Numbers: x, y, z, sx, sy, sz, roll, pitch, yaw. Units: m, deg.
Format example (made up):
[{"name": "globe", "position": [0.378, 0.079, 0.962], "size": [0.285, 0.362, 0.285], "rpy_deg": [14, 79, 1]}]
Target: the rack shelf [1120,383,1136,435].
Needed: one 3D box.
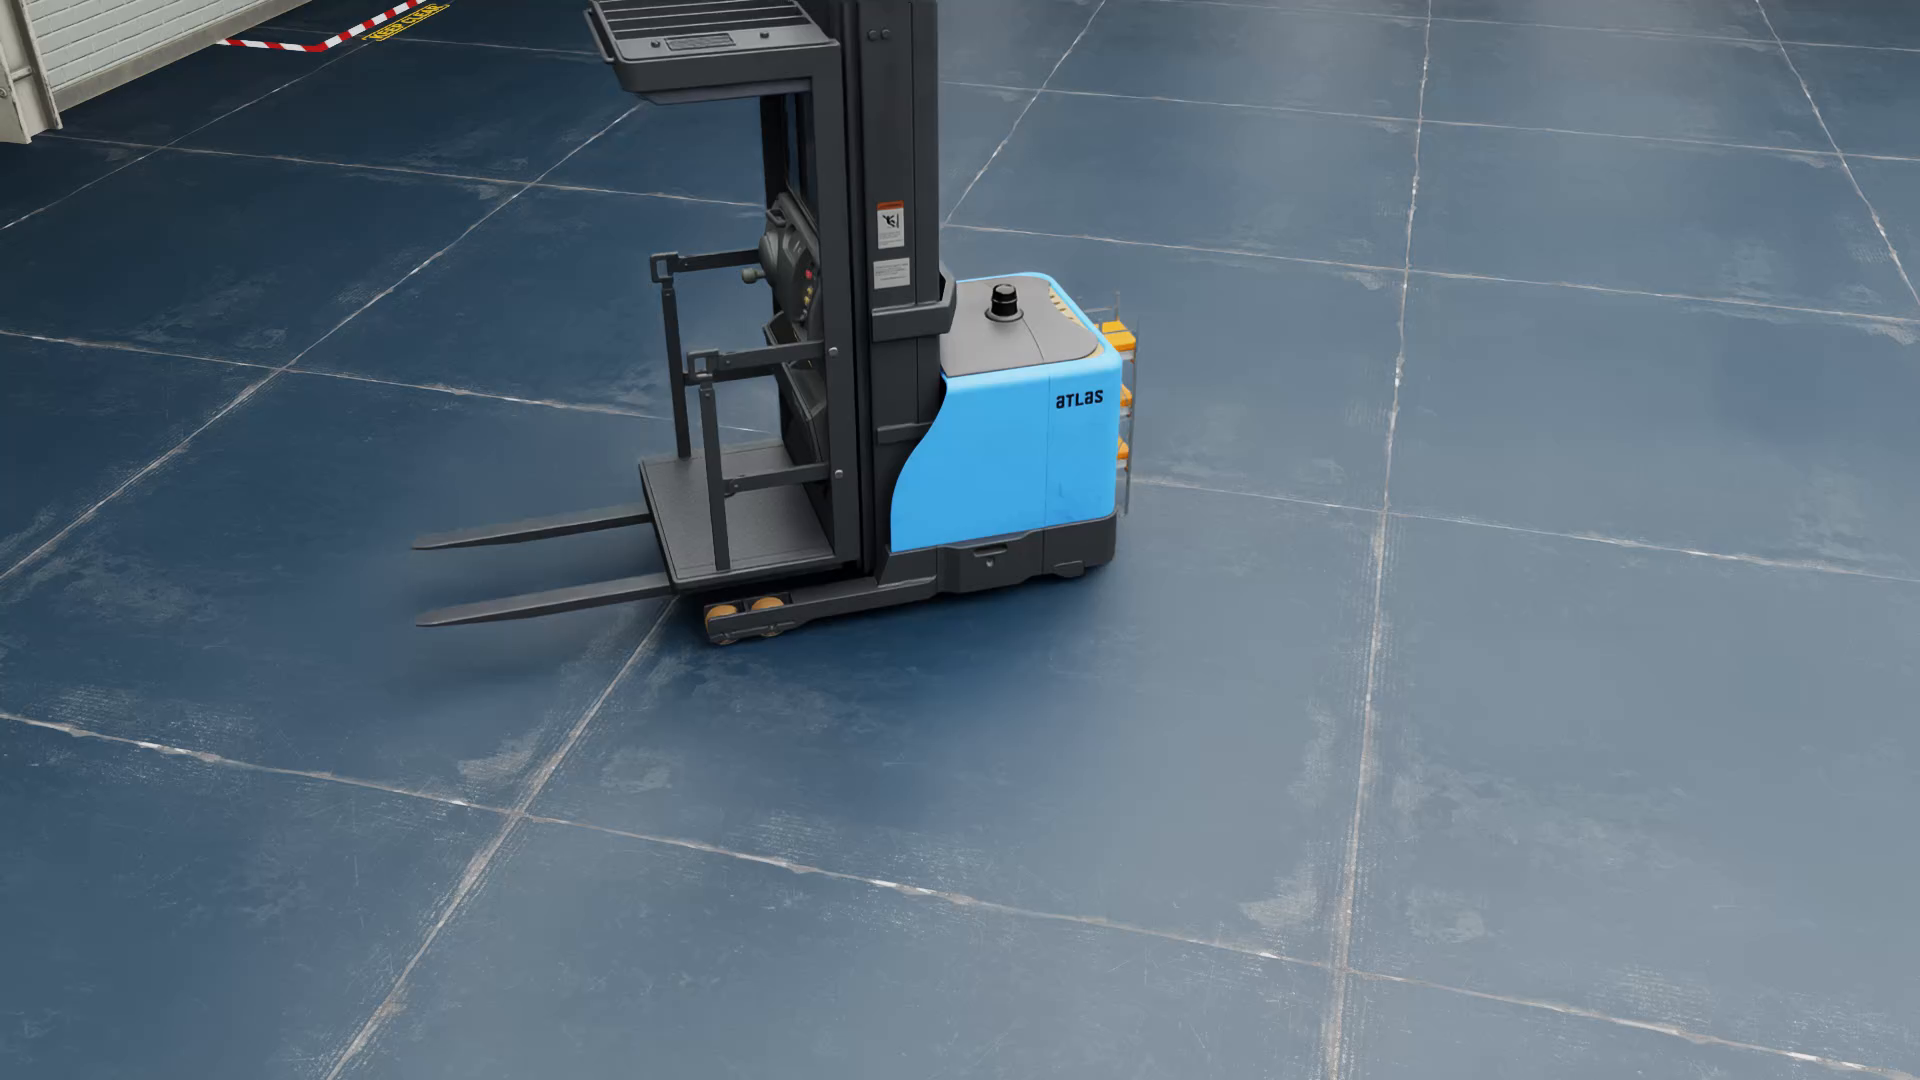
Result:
[{"name": "rack shelf", "position": [0.669, -0.598, 7.732], "size": [0.215, 0.259, 0.240], "rpy_deg": [-10, 34, -15]}]

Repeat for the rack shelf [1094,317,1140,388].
[{"name": "rack shelf", "position": [0.669, -0.838, 7.580], "size": [0.215, 0.259, 0.240], "rpy_deg": [-10, 34, -15]}]

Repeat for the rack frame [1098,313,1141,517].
[{"name": "rack frame", "position": [0.707, -0.545, 7.629], "size": [0.200, 1.050, 0.008], "rpy_deg": [-10, 34, -15]}]

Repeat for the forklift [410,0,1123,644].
[{"name": "forklift", "position": [-0.875, -1.111, 6.766], "size": [3.031, 2.935, 1.130], "rpy_deg": [-9, 34, -14]}]

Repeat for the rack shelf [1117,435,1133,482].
[{"name": "rack shelf", "position": [0.669, -0.364, 7.881], "size": [0.215, 0.259, 0.240], "rpy_deg": [-10, 34, -15]}]

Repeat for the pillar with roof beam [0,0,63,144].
[{"name": "pillar with roof beam", "position": [-2.891, -6.288, 9.254], "size": [9.100, 9.000, 0.400], "rpy_deg": [8, 33, 12]}]

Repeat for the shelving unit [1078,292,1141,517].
[{"name": "shelving unit", "position": [0.669, -0.607, 7.726], "size": [0.215, 1.050, 0.252], "rpy_deg": [-10, 34, -15]}]

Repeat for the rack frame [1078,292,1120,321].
[{"name": "rack frame", "position": [0.632, -0.669, 7.824], "size": [0.200, 1.050, 0.008], "rpy_deg": [-10, 34, -15]}]
